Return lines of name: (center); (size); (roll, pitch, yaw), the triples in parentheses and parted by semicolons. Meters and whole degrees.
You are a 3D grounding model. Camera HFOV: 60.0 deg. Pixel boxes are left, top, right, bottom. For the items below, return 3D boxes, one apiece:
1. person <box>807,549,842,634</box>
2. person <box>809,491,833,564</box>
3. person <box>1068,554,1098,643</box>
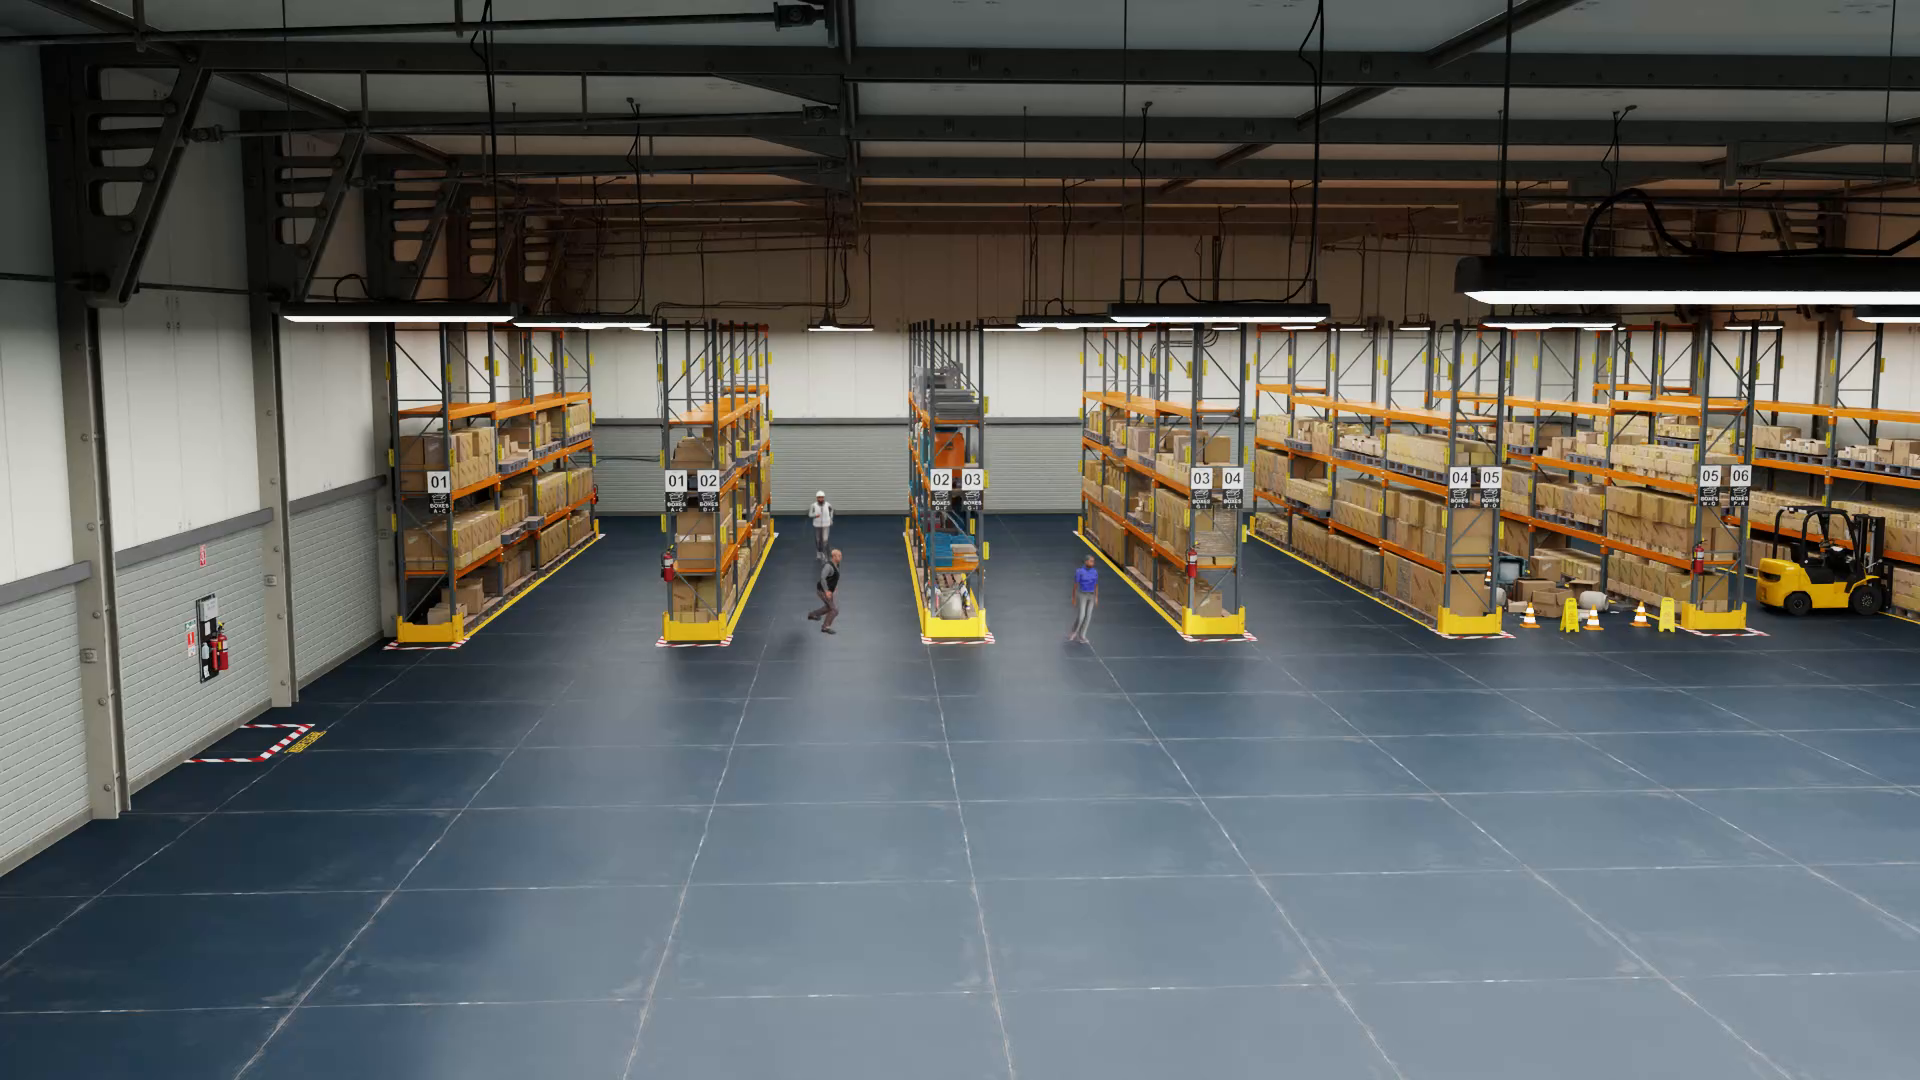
person: (-2.578, 0.970, 31.525); (0.737, 1.624, 0.699); (1, 7, 6)
person: (-3.497, -0.329, 41.841); (0.620, 1.827, 0.868); (-1, 7, -5)
person: (2.288, 1.090, 30.914); (0.551, 1.637, 0.432); (-4, 8, -28)
